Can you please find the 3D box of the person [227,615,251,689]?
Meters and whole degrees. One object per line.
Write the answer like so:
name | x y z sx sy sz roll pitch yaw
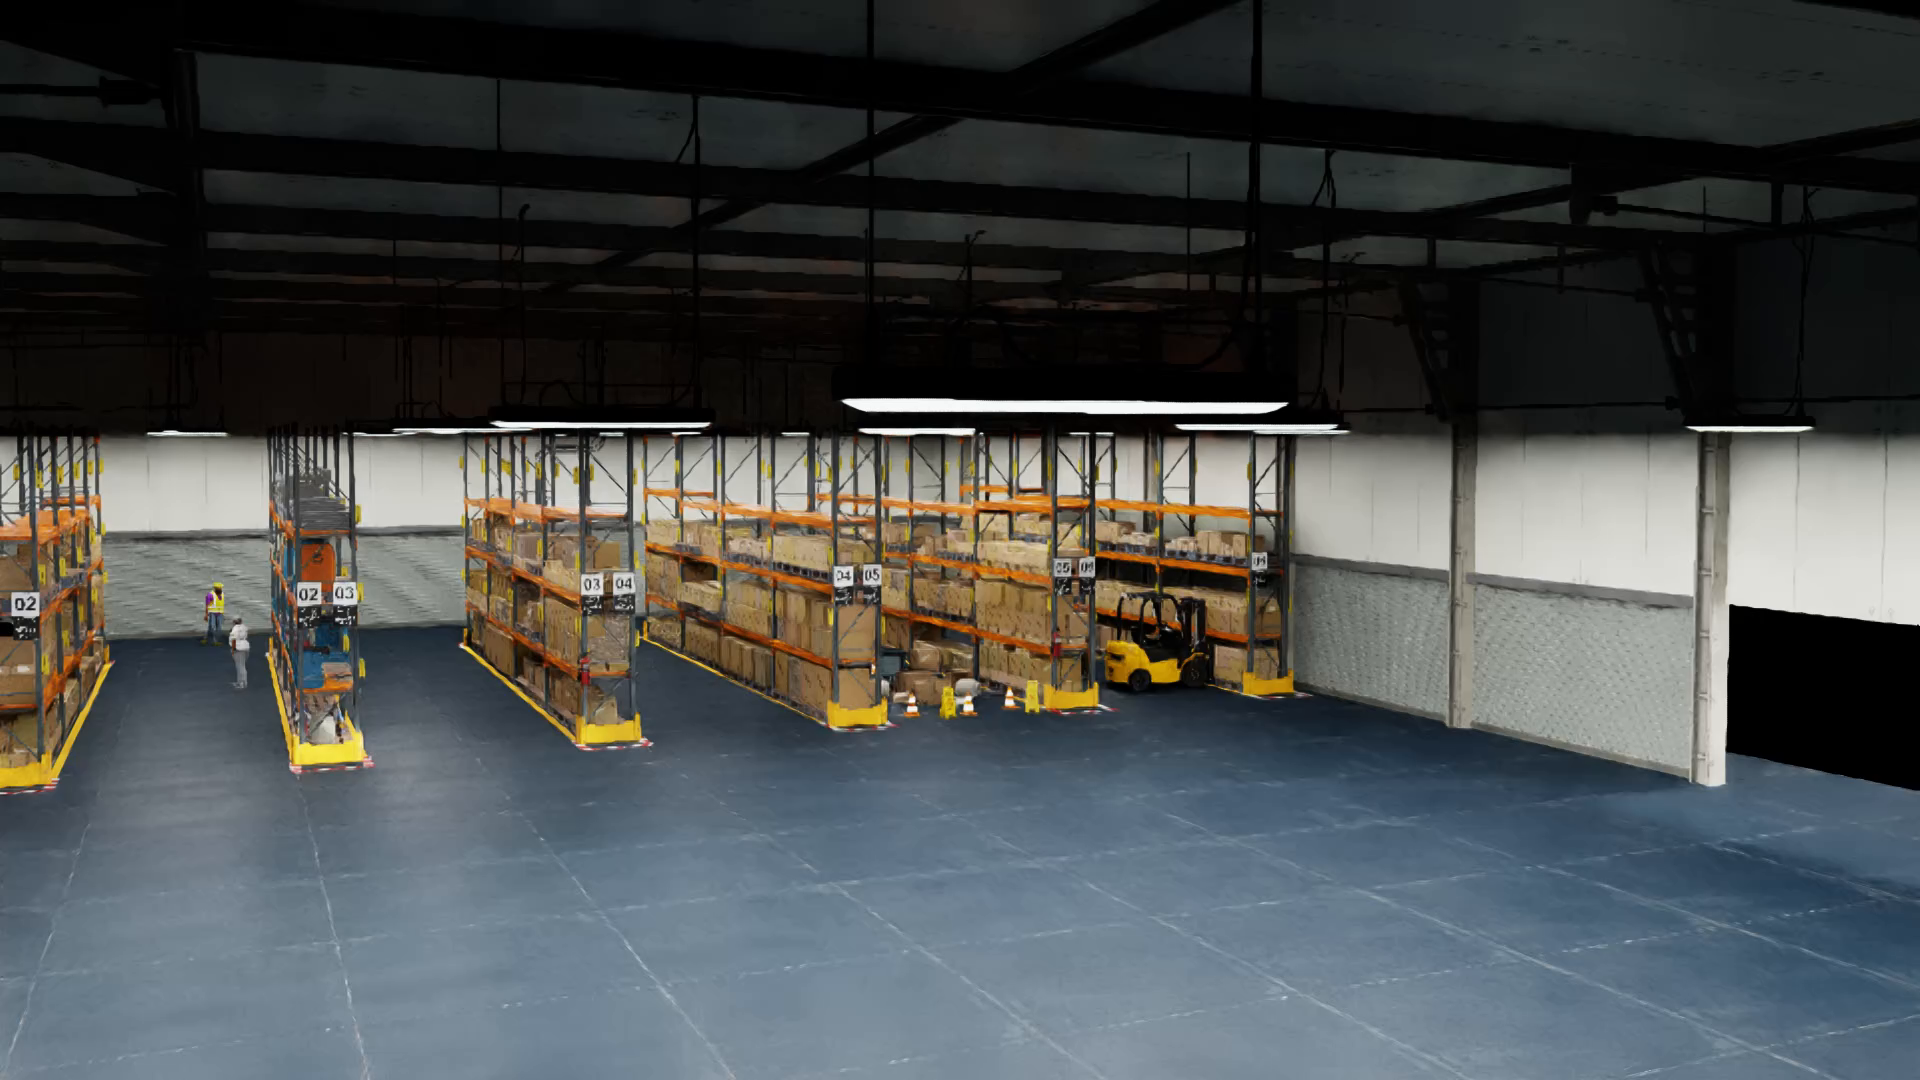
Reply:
person | -16.565 2.551 38.168 0.556 1.659 0.597 0 3 4

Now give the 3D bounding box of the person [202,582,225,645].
person | -20.734 2.028 46.221 0.575 1.756 0.611 2 4 30

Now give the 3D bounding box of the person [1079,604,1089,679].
person | 2.902 2.400 39.565 0.630 1.773 0.678 0 4 6
